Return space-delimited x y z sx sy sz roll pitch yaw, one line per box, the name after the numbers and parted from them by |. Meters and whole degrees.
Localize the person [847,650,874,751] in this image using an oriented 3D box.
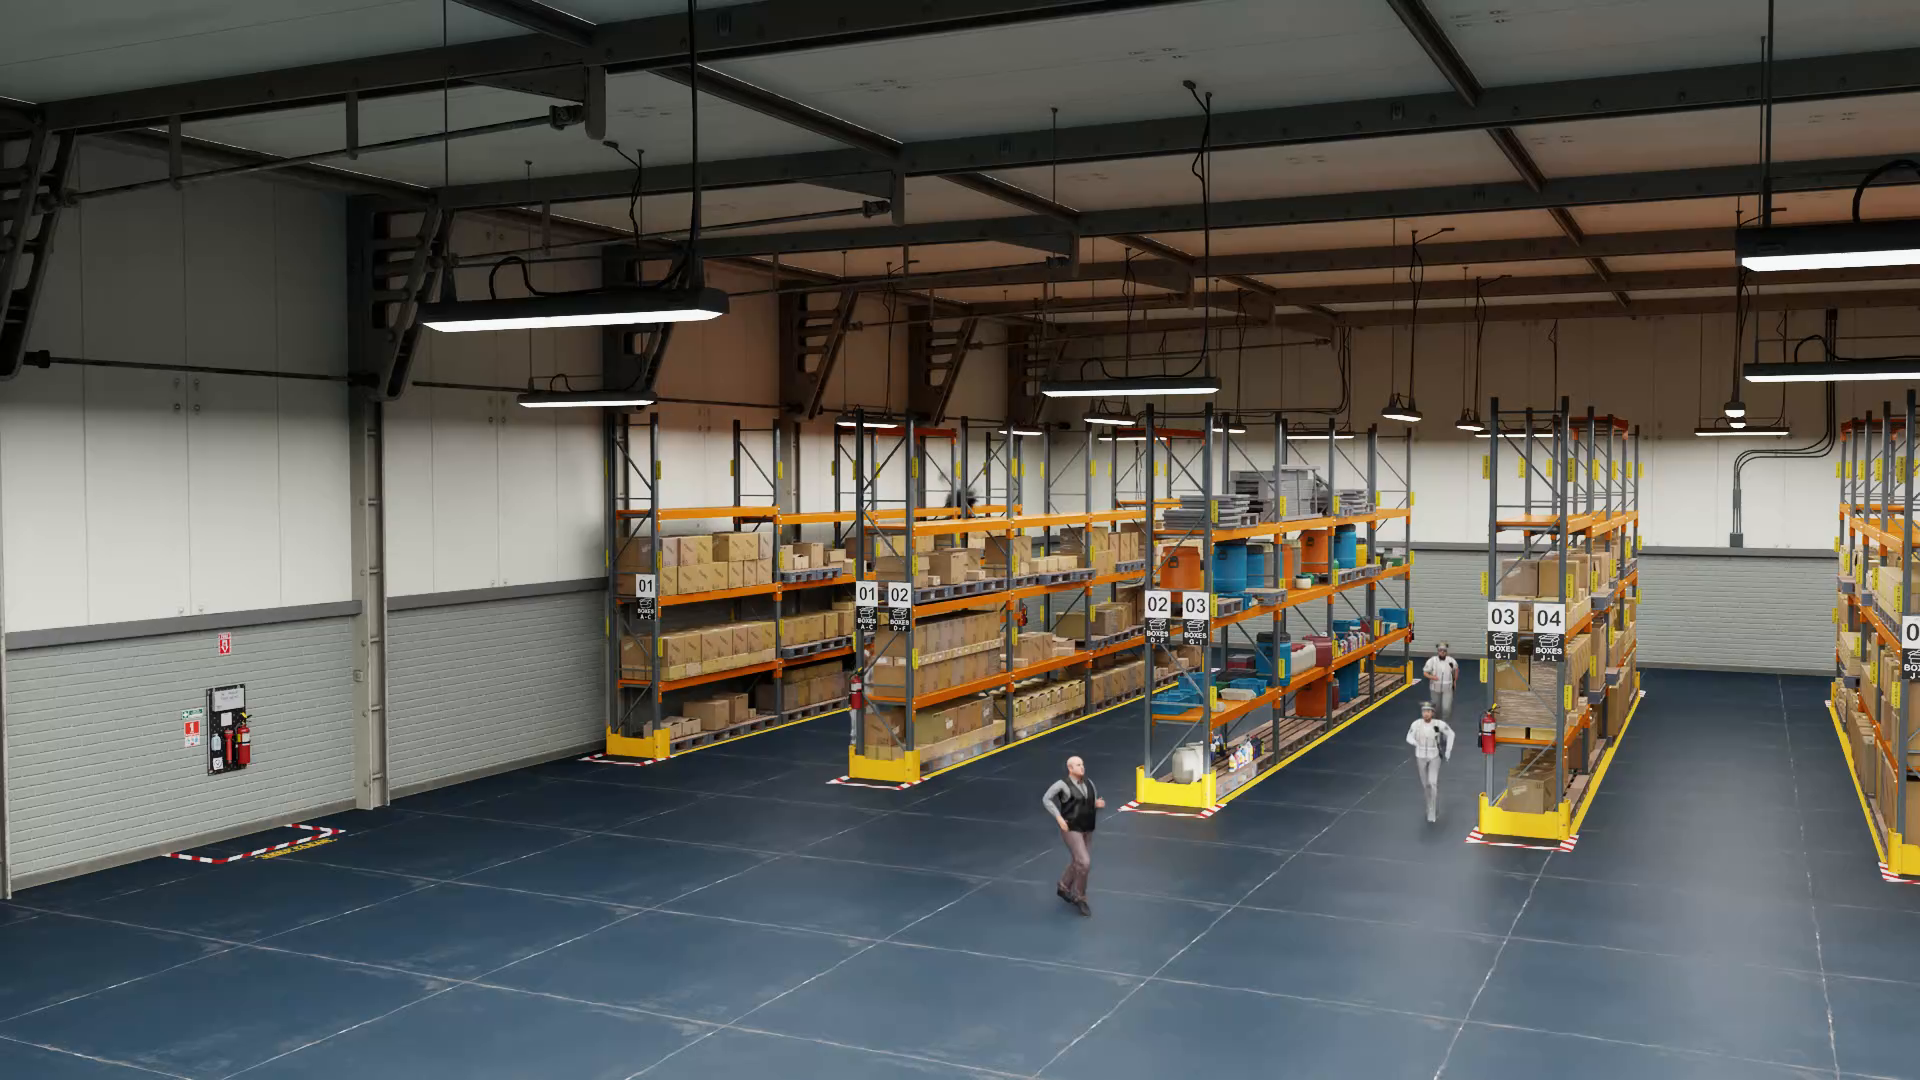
-1.716 2.840 29.637 0.662 1.766 1.000 1 3 26 | person

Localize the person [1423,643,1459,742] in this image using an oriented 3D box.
8.967 2.817 31.026 0.647 1.823 0.863 1 3 17 | person

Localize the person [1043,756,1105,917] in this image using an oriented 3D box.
1.331 3.347 18.881 0.639 1.780 0.731 -2 3 -43 | person

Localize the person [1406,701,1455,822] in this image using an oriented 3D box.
6.761 3.165 23.962 0.631 1.718 0.762 1 3 30 | person
